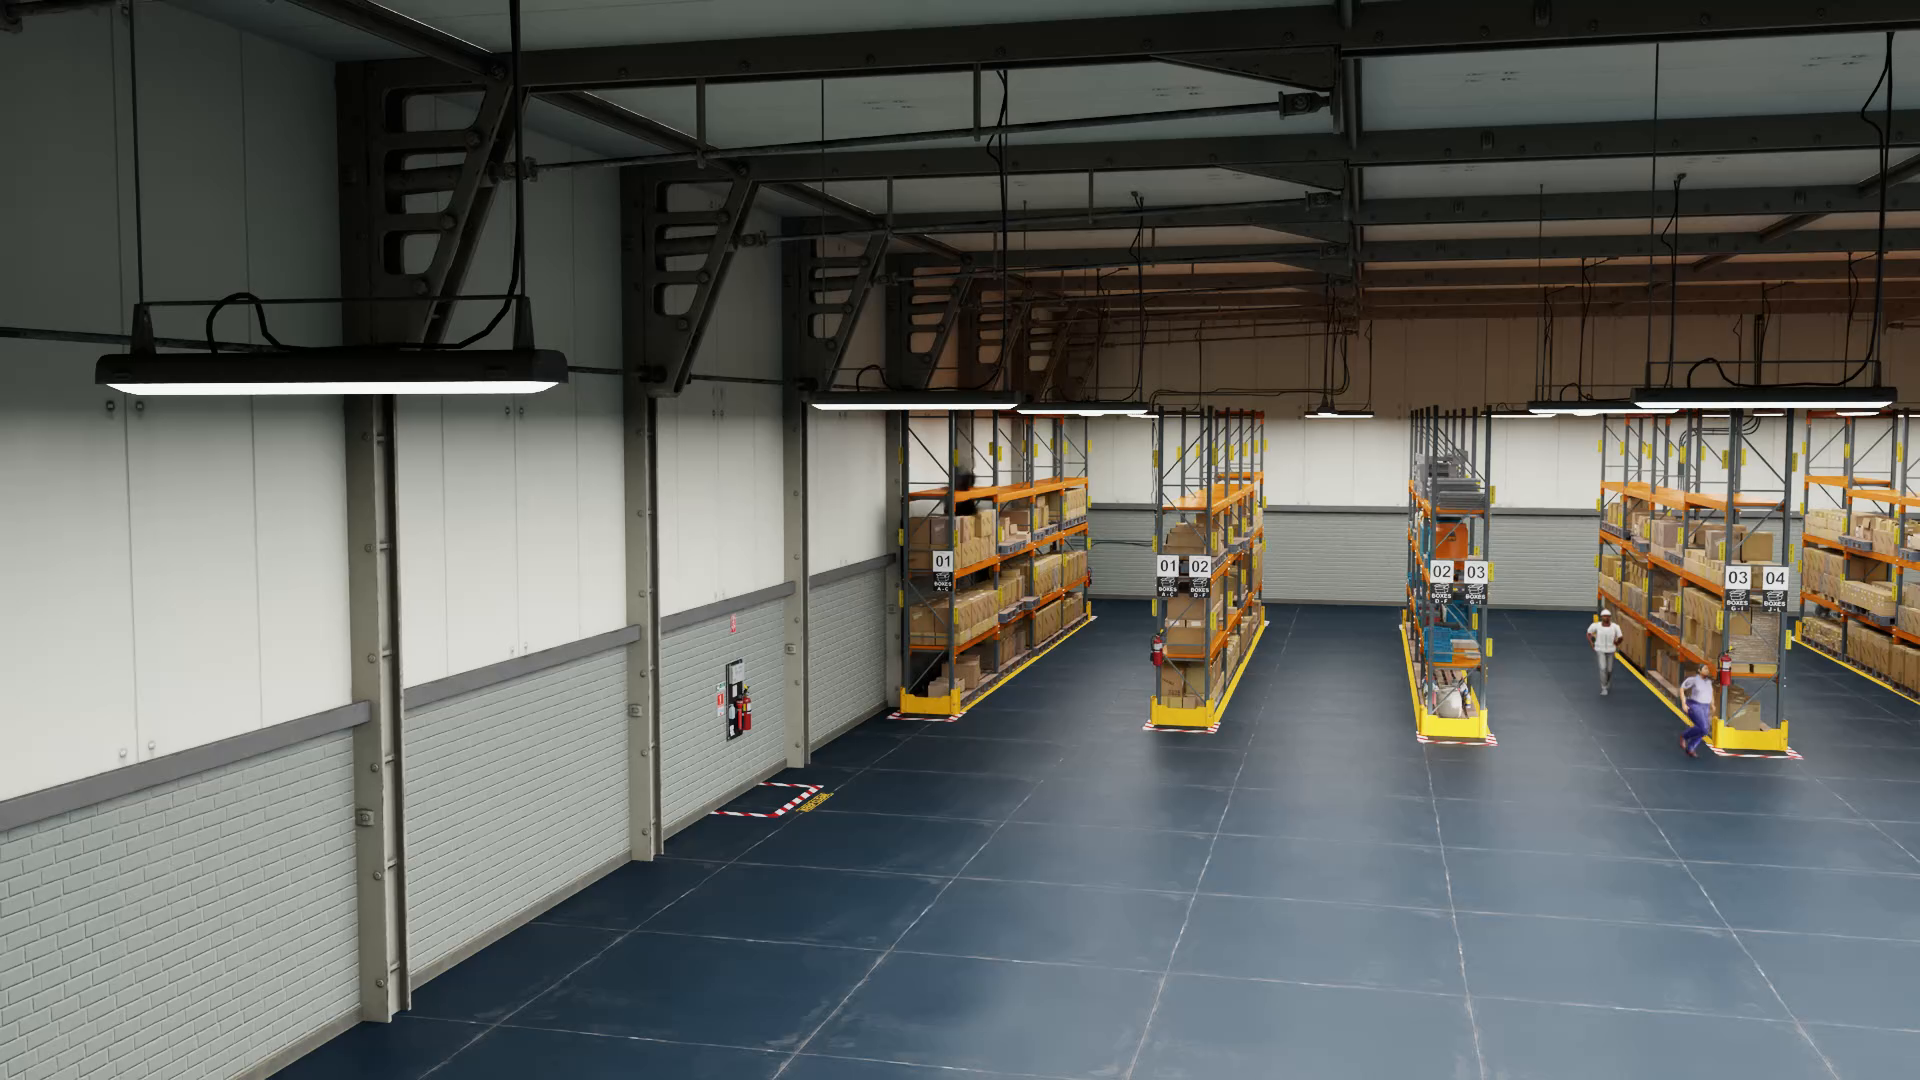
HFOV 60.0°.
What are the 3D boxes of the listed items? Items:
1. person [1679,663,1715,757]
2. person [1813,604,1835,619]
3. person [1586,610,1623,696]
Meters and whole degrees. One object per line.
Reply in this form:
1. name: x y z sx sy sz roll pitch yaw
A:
1. person: 12.675 2.901 28.413 0.644 1.574 0.509 -2 4 -22
2. person: 23.065 1.653 44.490 0.698 1.707 0.933 -3 5 -32
3. person: 13.531 2.336 34.893 0.701 1.769 0.827 1 4 13
